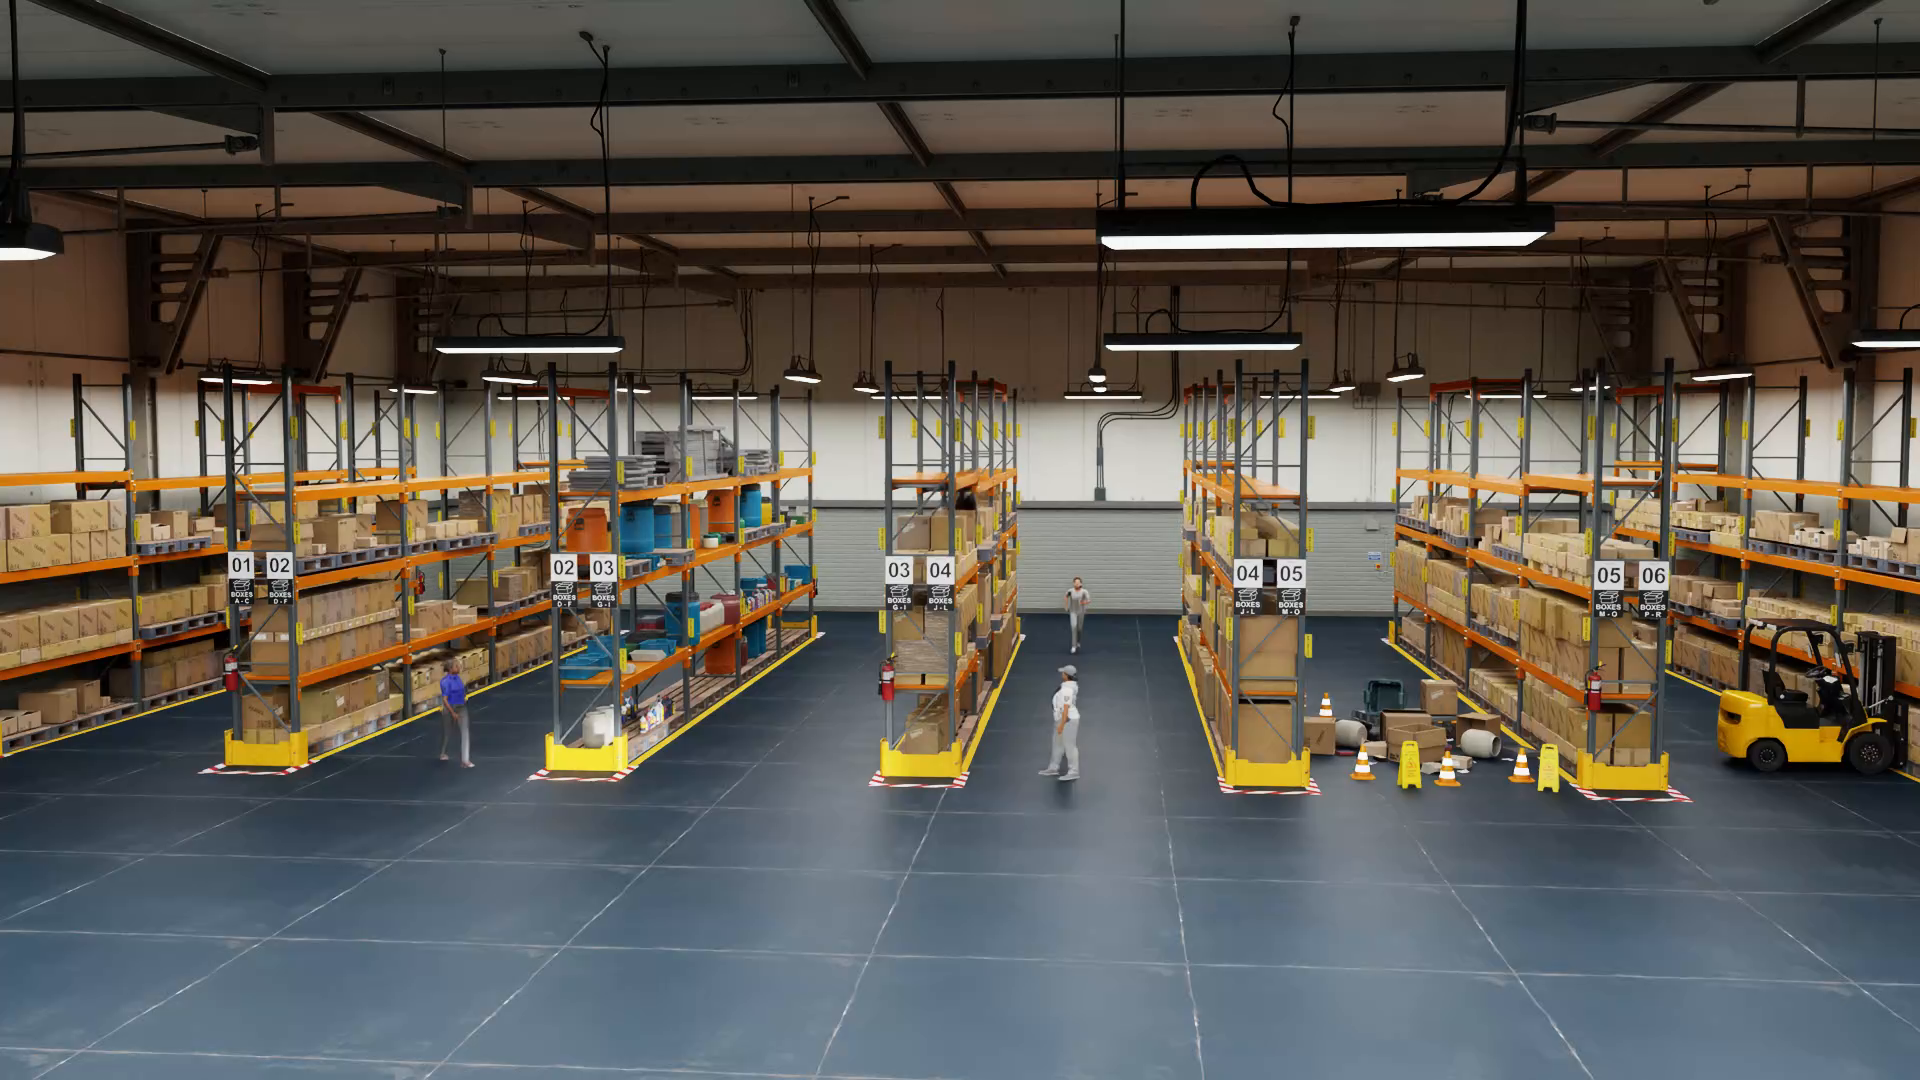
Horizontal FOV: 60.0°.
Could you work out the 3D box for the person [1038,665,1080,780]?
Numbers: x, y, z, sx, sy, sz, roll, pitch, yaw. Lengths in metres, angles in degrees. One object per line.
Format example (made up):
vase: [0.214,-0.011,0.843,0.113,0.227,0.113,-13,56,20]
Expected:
person: [1.432,2.607,23.888,0.552,1.655,0.579,0,4,-5]

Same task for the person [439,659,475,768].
person: [-7.541,2.578,24.752,0.408,1.595,0.979,-2,5,-34]

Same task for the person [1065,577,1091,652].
person: [2.669,1.667,37.660,0.587,1.644,0.997,0,4,4]

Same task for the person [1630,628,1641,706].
person: [11.329,2.322,28.222,0.389,1.683,0.547,3,5,41]

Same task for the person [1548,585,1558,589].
person: [14.491,1.492,40.281,0.866,1.679,0.565,0,4,1]
